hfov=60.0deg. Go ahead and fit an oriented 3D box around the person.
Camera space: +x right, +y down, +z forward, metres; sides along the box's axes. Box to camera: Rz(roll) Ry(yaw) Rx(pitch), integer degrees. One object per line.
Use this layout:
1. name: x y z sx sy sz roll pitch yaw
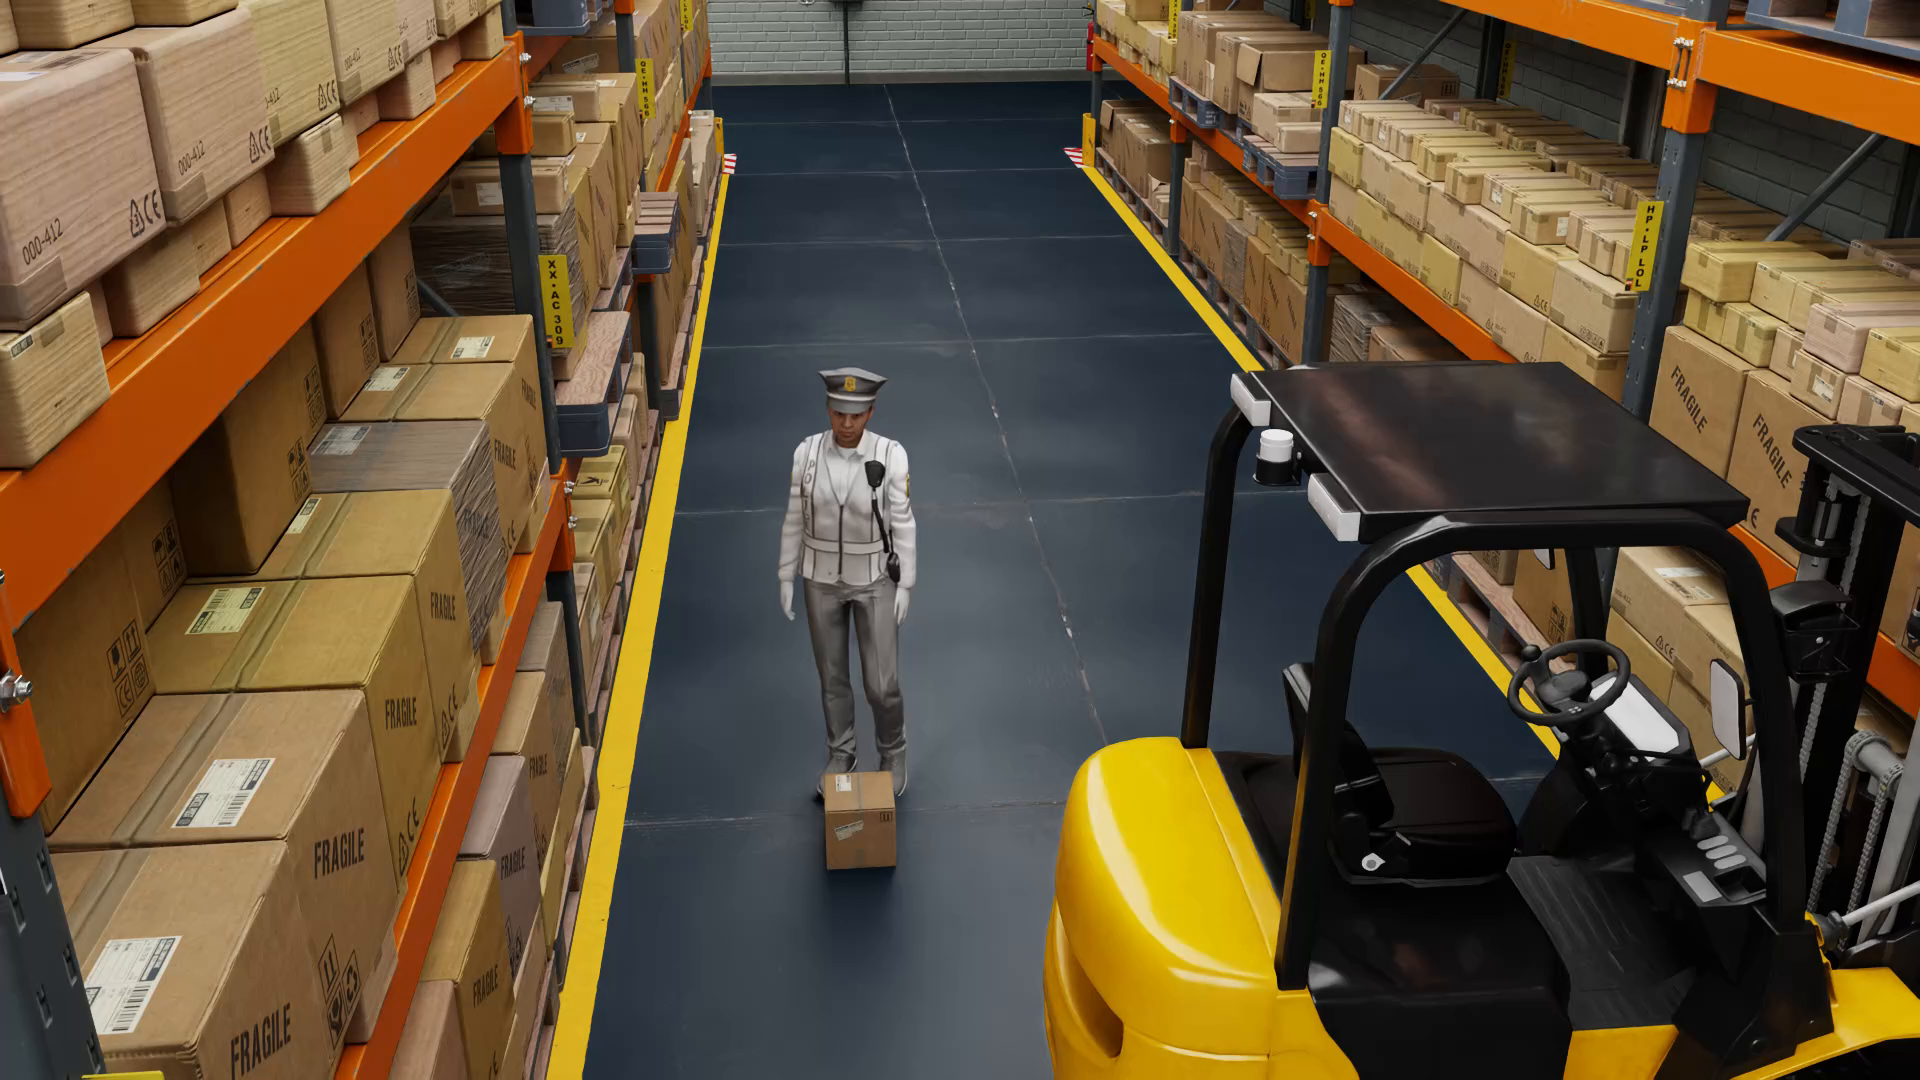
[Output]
1. person: -0.429 0.185 6.177 0.517 1.712 0.379 4 24 9
